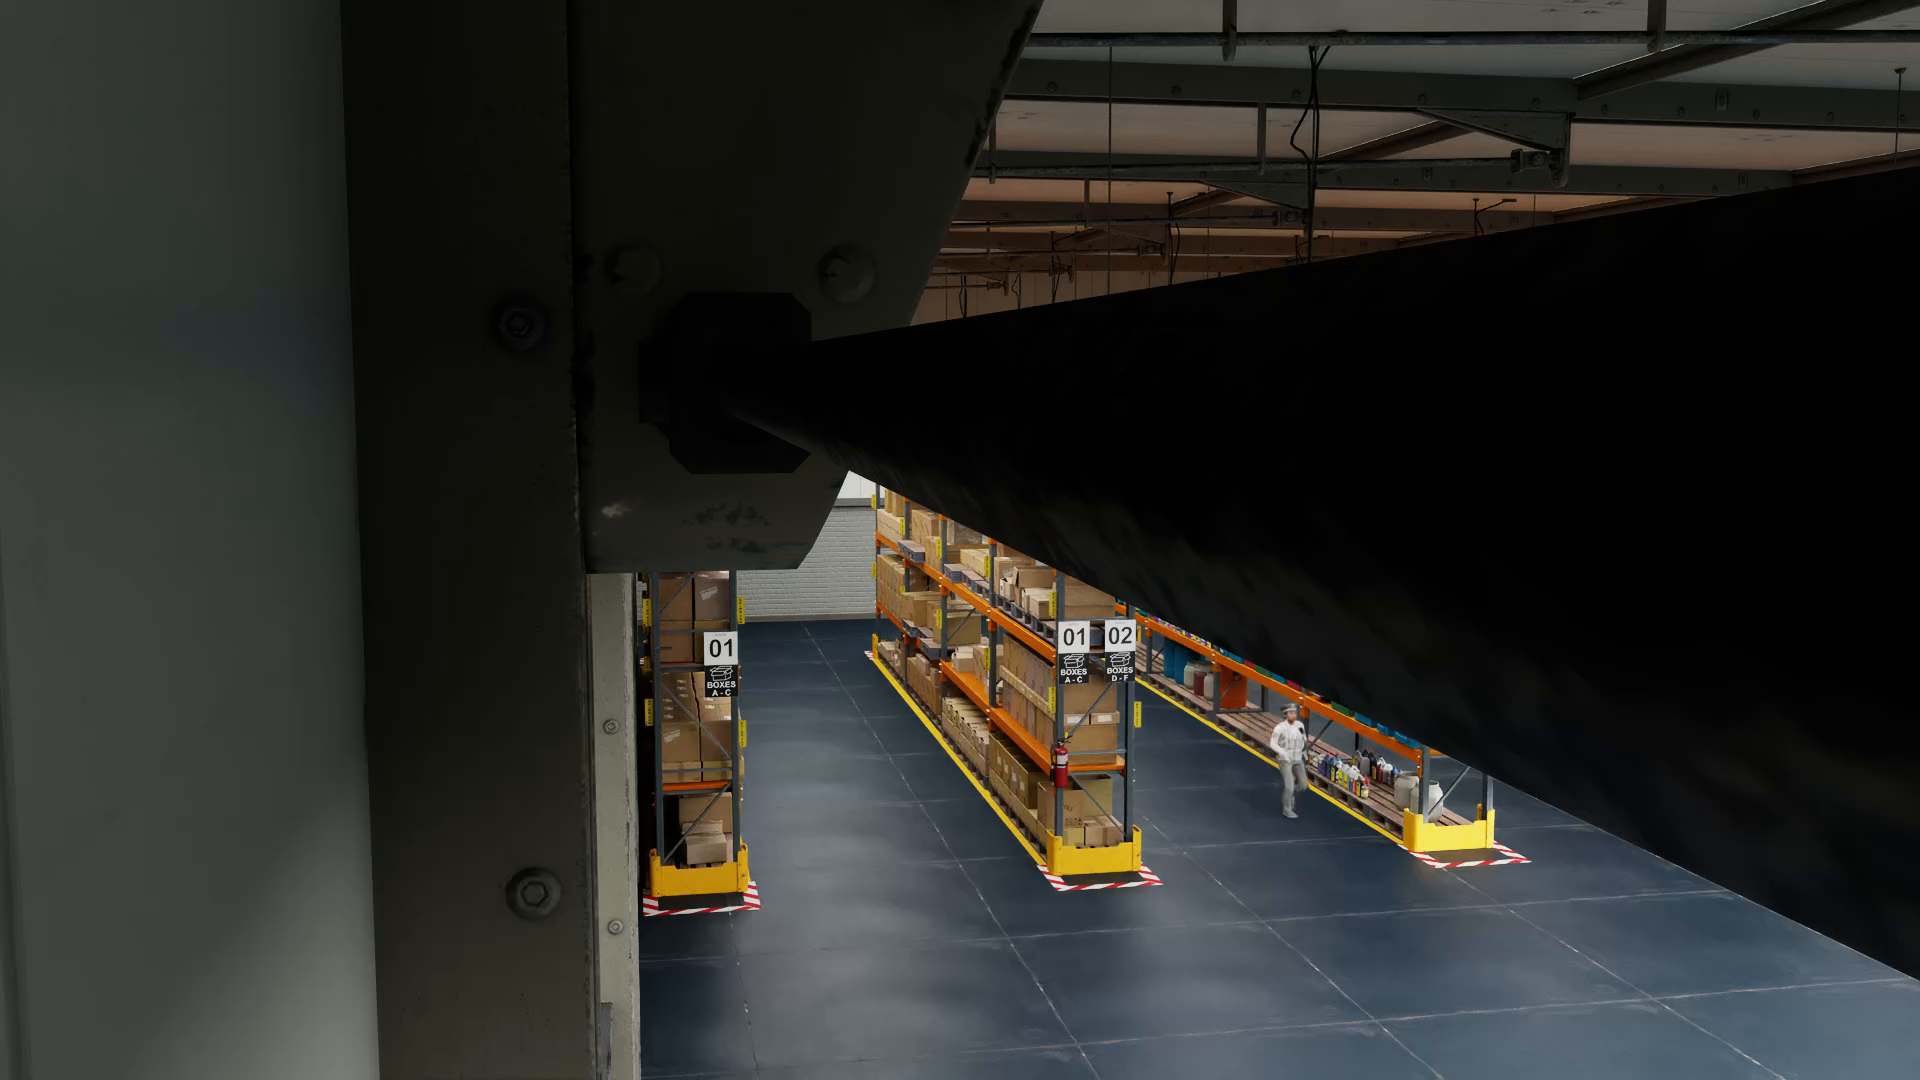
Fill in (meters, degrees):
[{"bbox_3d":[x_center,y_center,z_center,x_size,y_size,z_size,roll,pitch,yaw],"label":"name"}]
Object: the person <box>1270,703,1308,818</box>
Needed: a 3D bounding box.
[{"bbox_3d":[4.672,3.102,23.445,0.592,1.651,0.539,-2,6,-15],"label":"person"}]
